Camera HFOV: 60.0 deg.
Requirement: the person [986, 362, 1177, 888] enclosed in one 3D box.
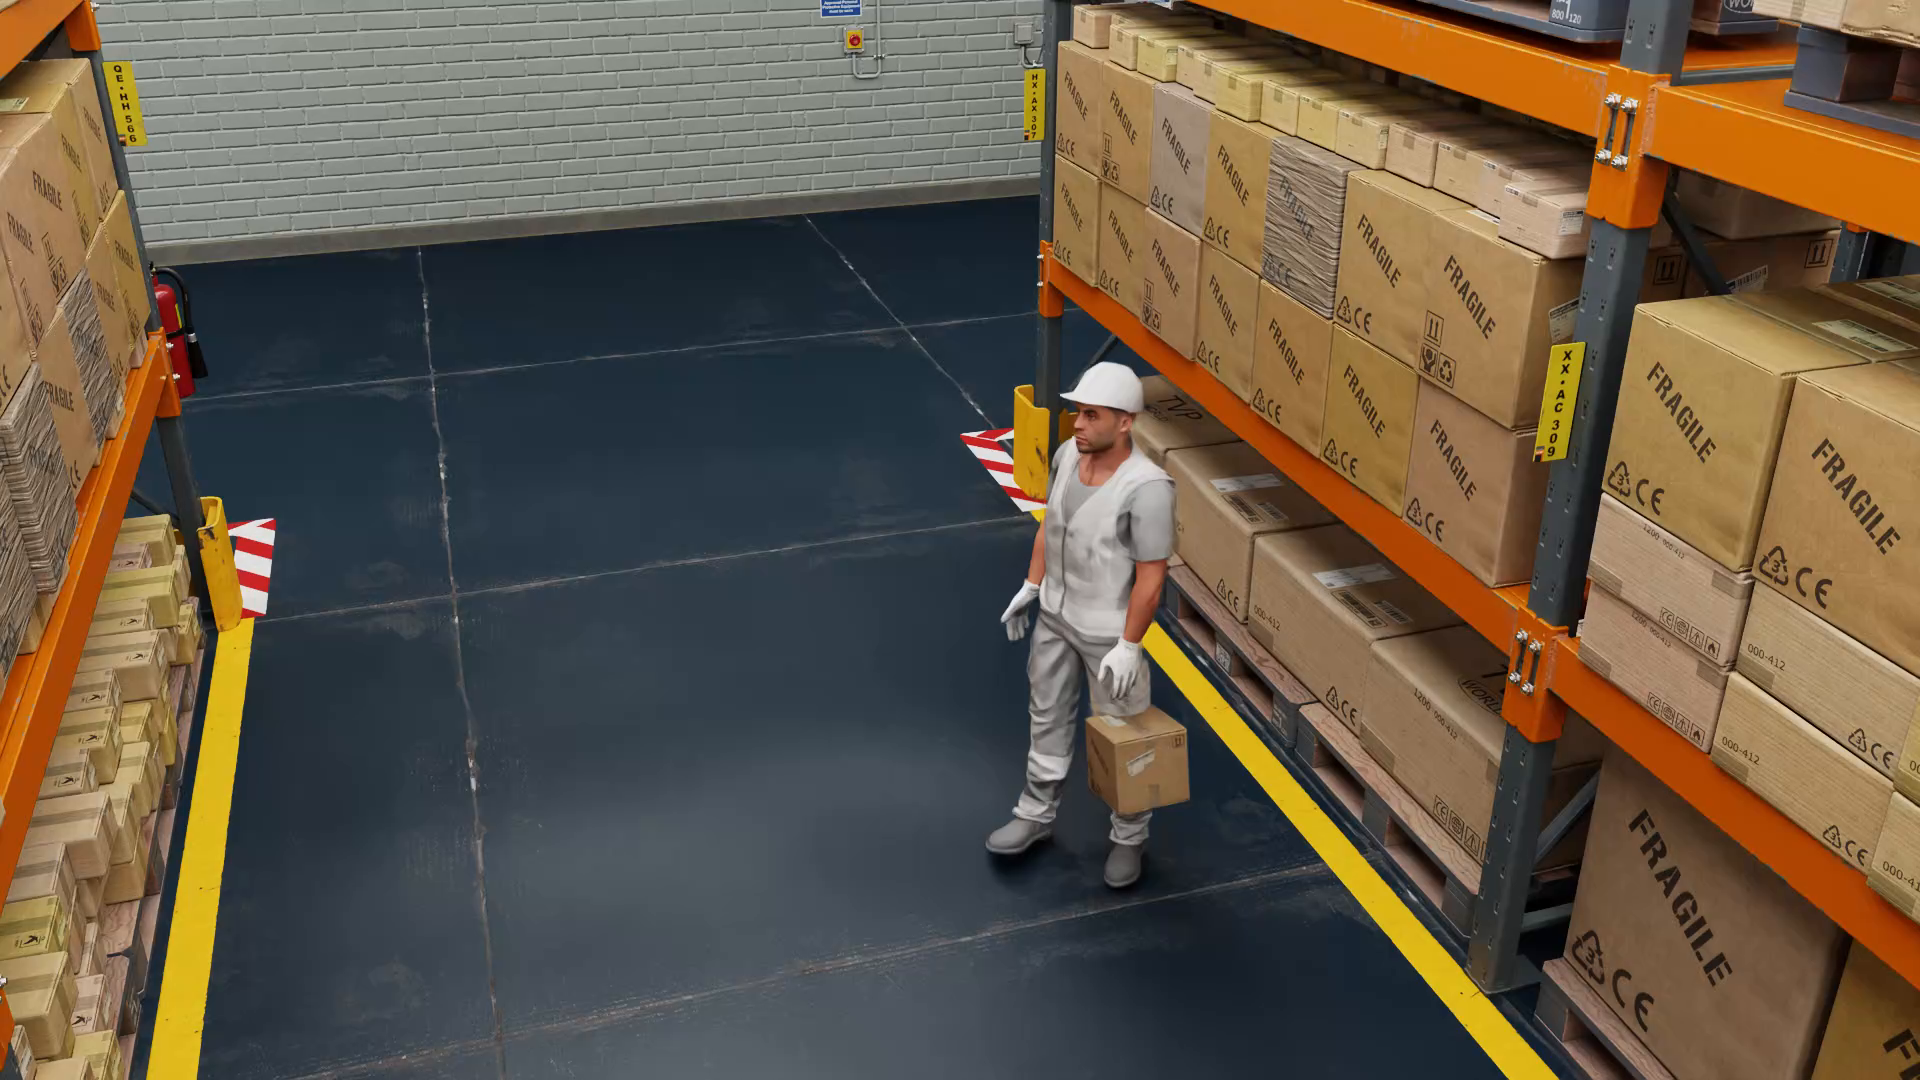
[{"bbox_3d":[0.379,0.295,5.426,0.515,1.796,0.560,-18,32,-33],"label":"person"}]
